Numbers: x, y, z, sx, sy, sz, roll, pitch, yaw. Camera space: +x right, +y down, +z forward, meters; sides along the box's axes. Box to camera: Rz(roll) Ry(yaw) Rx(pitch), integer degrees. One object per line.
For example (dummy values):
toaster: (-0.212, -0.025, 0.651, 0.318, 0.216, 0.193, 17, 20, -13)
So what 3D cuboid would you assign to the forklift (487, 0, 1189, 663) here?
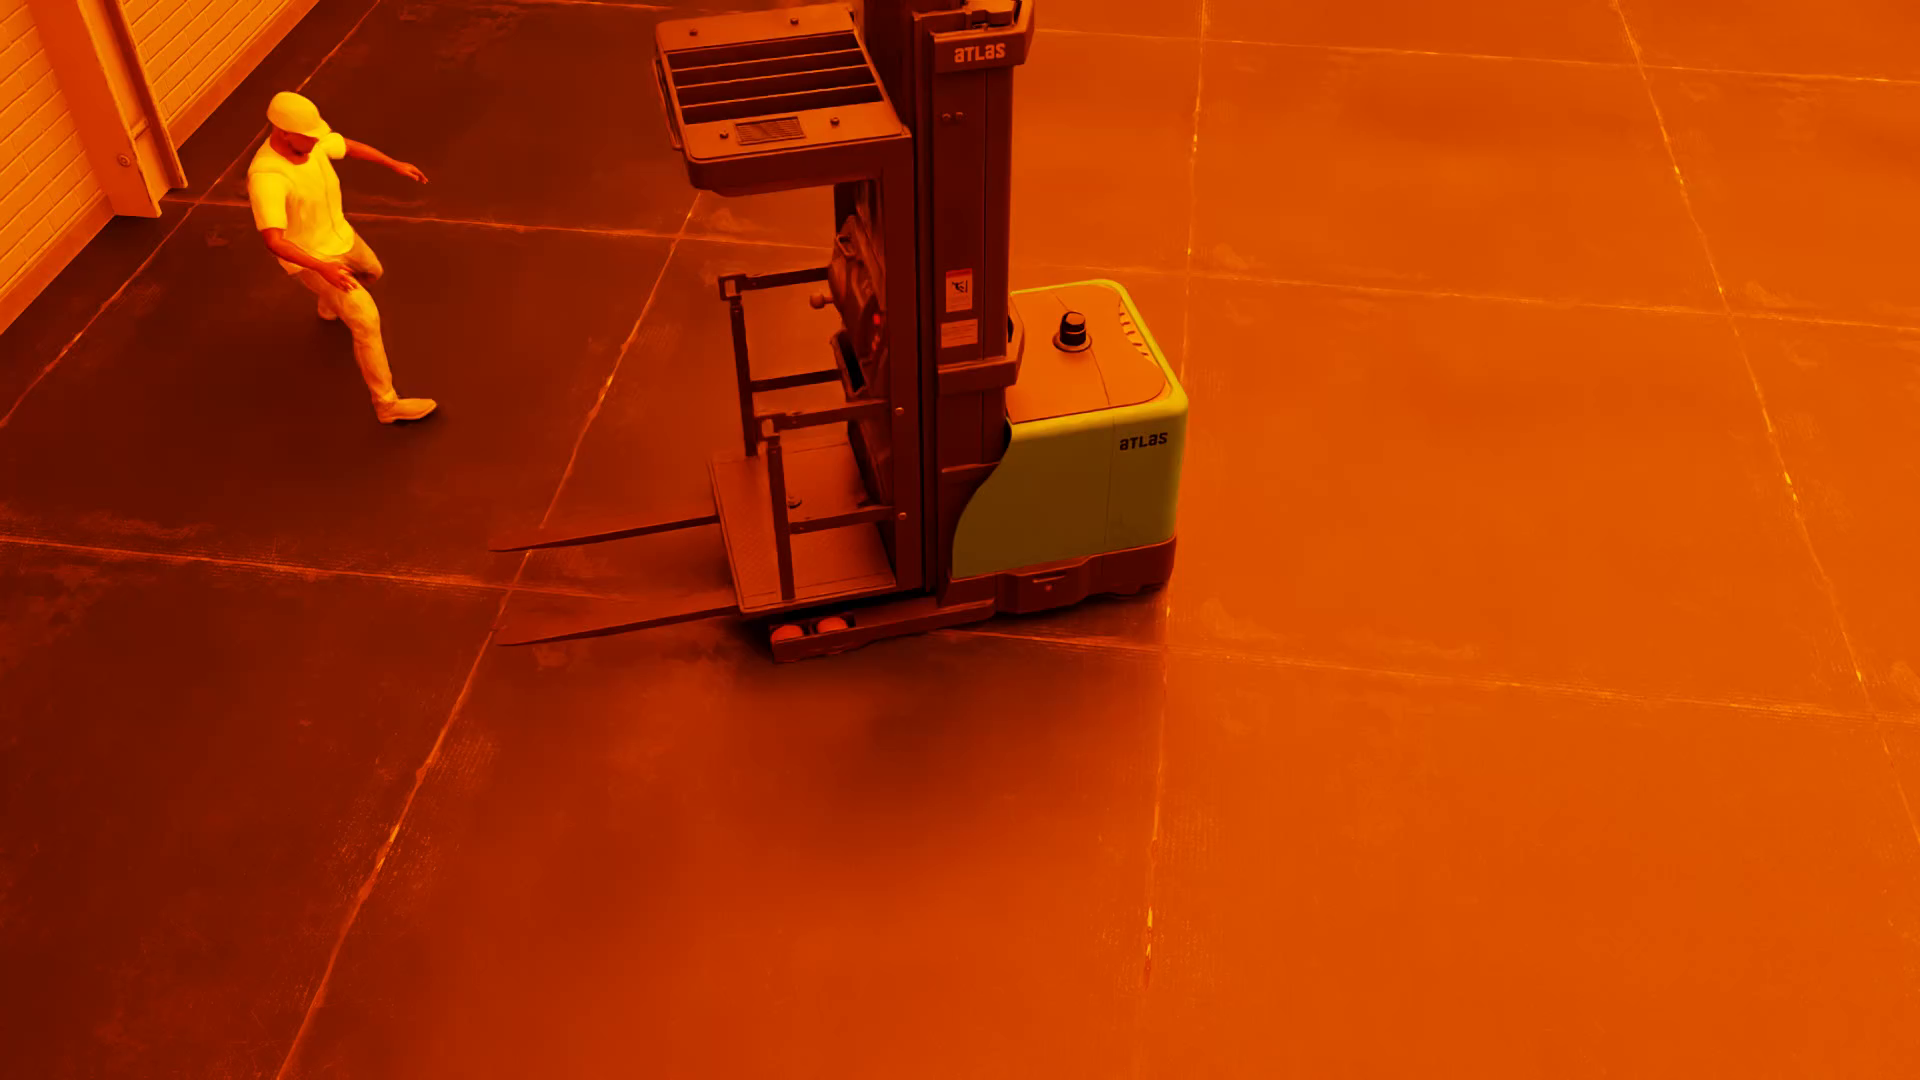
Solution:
forklift: (-0.598, -0.940, 6.748, 3.031, 2.935, 1.130, -10, 43, -10)

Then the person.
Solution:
person: (-3.114, -1.541, 8.426, 0.979, 1.599, 1.073, 6, 43, 6)
